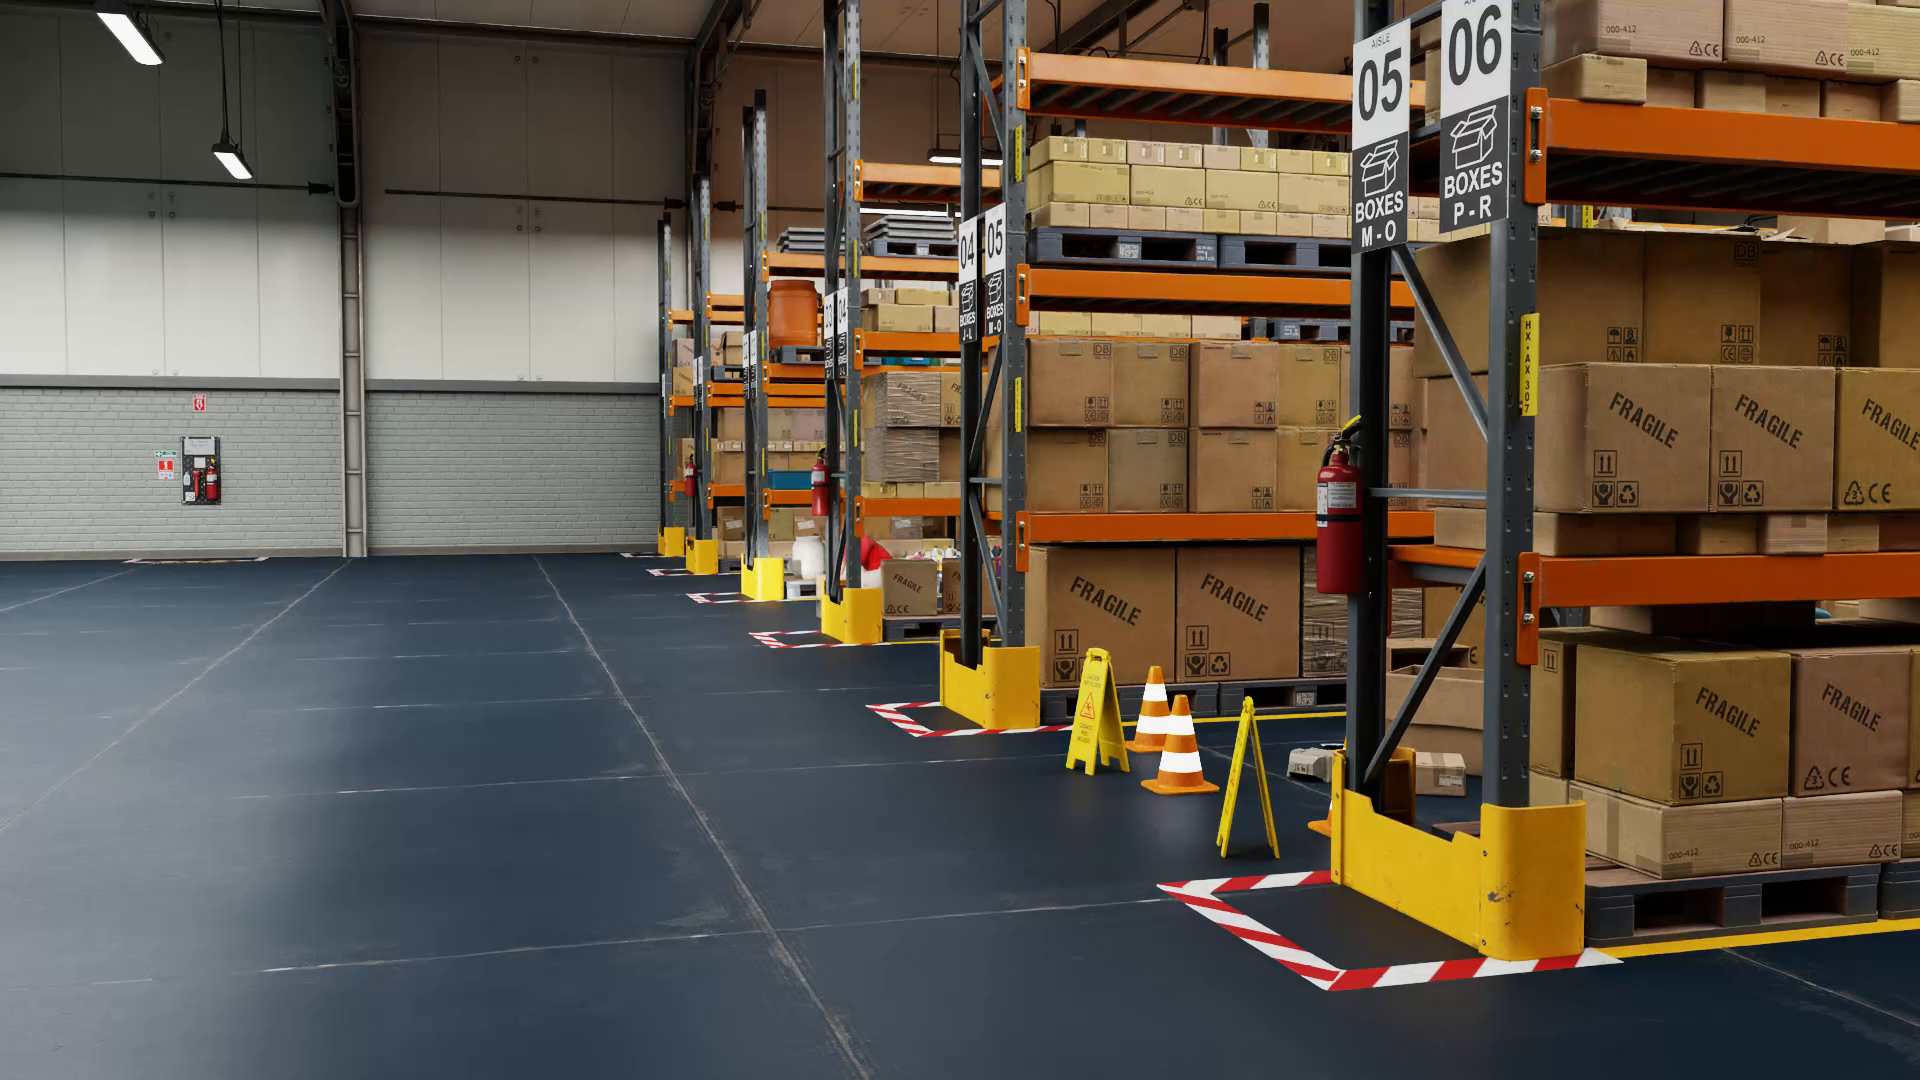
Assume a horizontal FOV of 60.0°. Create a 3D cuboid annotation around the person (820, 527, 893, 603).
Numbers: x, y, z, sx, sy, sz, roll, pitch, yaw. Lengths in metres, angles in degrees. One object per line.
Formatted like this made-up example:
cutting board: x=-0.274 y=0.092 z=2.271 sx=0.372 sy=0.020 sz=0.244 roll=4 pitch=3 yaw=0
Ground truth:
person: x=-1.081 y=0.259 z=17.578 sx=0.770 sy=0.828 sz=0.556 roll=-1 pitch=3 yaw=-16
